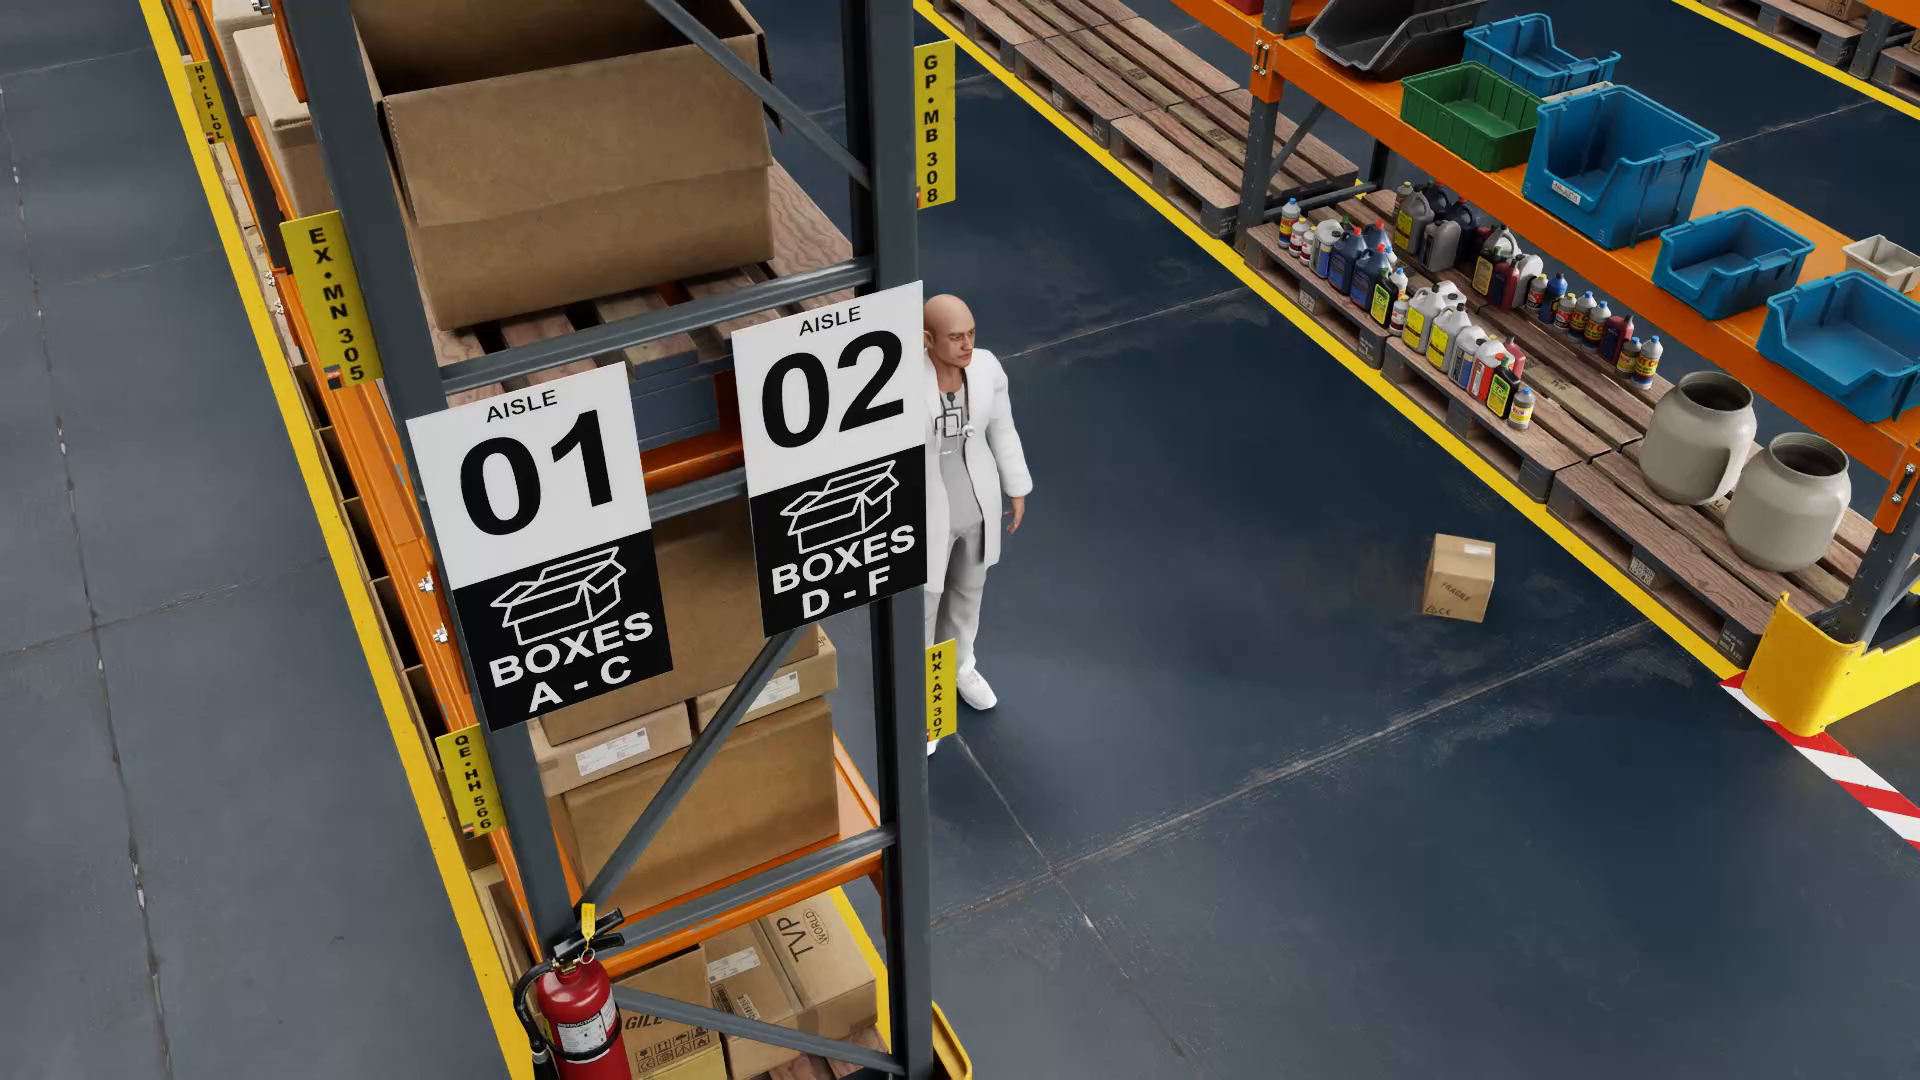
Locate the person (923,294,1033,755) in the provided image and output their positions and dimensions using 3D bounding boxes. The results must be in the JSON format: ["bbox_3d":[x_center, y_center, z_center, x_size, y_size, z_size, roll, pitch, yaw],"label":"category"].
[{"bbox_3d":[-0.009,-0.059,6.224,0.698,1.777,0.580,-19,44,-20],"label":"person"}]
